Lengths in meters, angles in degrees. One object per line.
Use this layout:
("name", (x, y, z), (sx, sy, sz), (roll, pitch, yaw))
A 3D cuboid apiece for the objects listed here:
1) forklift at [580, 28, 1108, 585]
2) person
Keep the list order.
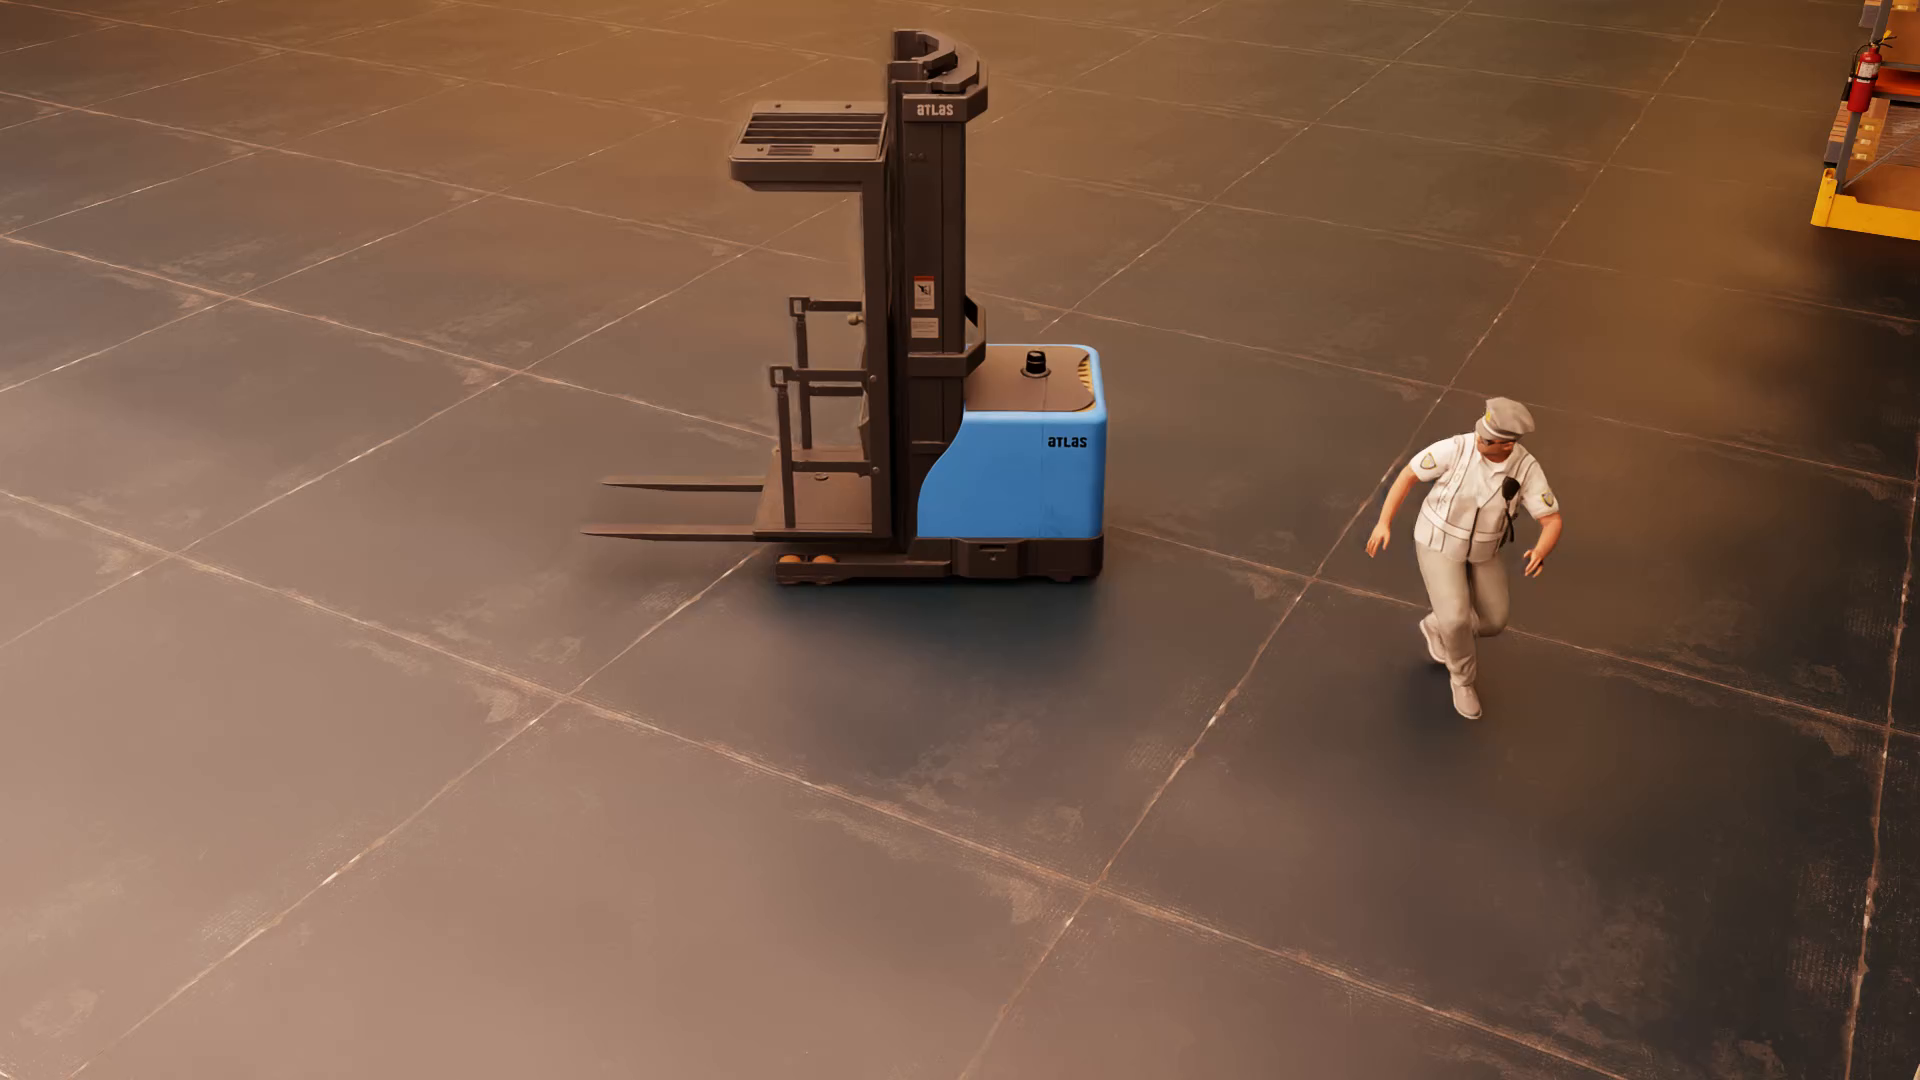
("forklift", (-0.685, -1.275, 9.281), (3.031, 2.935, 1.130), (0, 30, 1))
("person", (2.487, 0.075, 8.259), (0.887, 1.637, 0.867), (-1, 30, -2))
